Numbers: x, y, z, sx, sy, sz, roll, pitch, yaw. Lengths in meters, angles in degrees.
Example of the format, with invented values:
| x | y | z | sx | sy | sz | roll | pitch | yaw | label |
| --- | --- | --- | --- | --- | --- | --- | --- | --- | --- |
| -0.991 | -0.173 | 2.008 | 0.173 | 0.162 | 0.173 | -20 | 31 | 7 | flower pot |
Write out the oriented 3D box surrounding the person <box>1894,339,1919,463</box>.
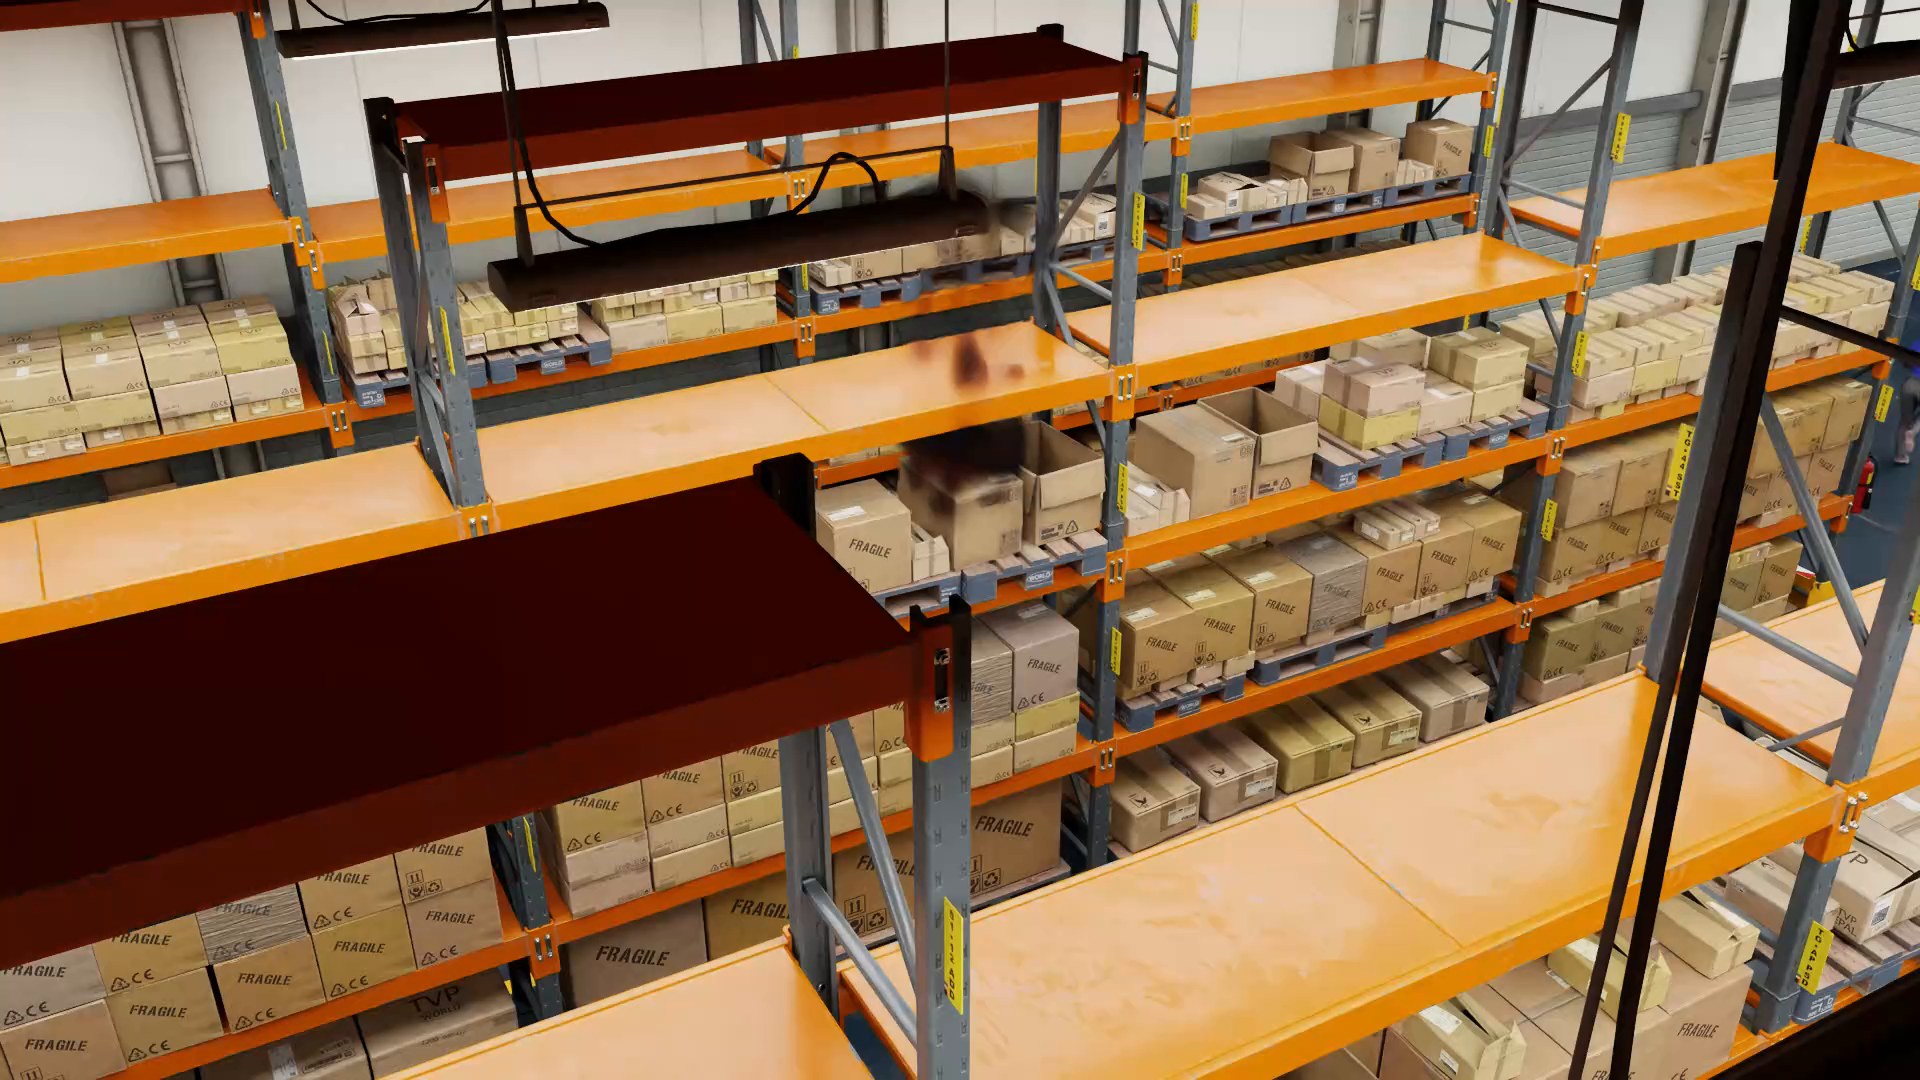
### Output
| x | y | z | sx | sy | sz | roll | pitch | yaw | label |
| --- | --- | --- | --- | --- | --- | --- | --- | --- | --- |
| 10.686 | -1.651 | 18.435 | 0.561 | 1.578 | 0.691 | 22 | 35 | 35 | person |
